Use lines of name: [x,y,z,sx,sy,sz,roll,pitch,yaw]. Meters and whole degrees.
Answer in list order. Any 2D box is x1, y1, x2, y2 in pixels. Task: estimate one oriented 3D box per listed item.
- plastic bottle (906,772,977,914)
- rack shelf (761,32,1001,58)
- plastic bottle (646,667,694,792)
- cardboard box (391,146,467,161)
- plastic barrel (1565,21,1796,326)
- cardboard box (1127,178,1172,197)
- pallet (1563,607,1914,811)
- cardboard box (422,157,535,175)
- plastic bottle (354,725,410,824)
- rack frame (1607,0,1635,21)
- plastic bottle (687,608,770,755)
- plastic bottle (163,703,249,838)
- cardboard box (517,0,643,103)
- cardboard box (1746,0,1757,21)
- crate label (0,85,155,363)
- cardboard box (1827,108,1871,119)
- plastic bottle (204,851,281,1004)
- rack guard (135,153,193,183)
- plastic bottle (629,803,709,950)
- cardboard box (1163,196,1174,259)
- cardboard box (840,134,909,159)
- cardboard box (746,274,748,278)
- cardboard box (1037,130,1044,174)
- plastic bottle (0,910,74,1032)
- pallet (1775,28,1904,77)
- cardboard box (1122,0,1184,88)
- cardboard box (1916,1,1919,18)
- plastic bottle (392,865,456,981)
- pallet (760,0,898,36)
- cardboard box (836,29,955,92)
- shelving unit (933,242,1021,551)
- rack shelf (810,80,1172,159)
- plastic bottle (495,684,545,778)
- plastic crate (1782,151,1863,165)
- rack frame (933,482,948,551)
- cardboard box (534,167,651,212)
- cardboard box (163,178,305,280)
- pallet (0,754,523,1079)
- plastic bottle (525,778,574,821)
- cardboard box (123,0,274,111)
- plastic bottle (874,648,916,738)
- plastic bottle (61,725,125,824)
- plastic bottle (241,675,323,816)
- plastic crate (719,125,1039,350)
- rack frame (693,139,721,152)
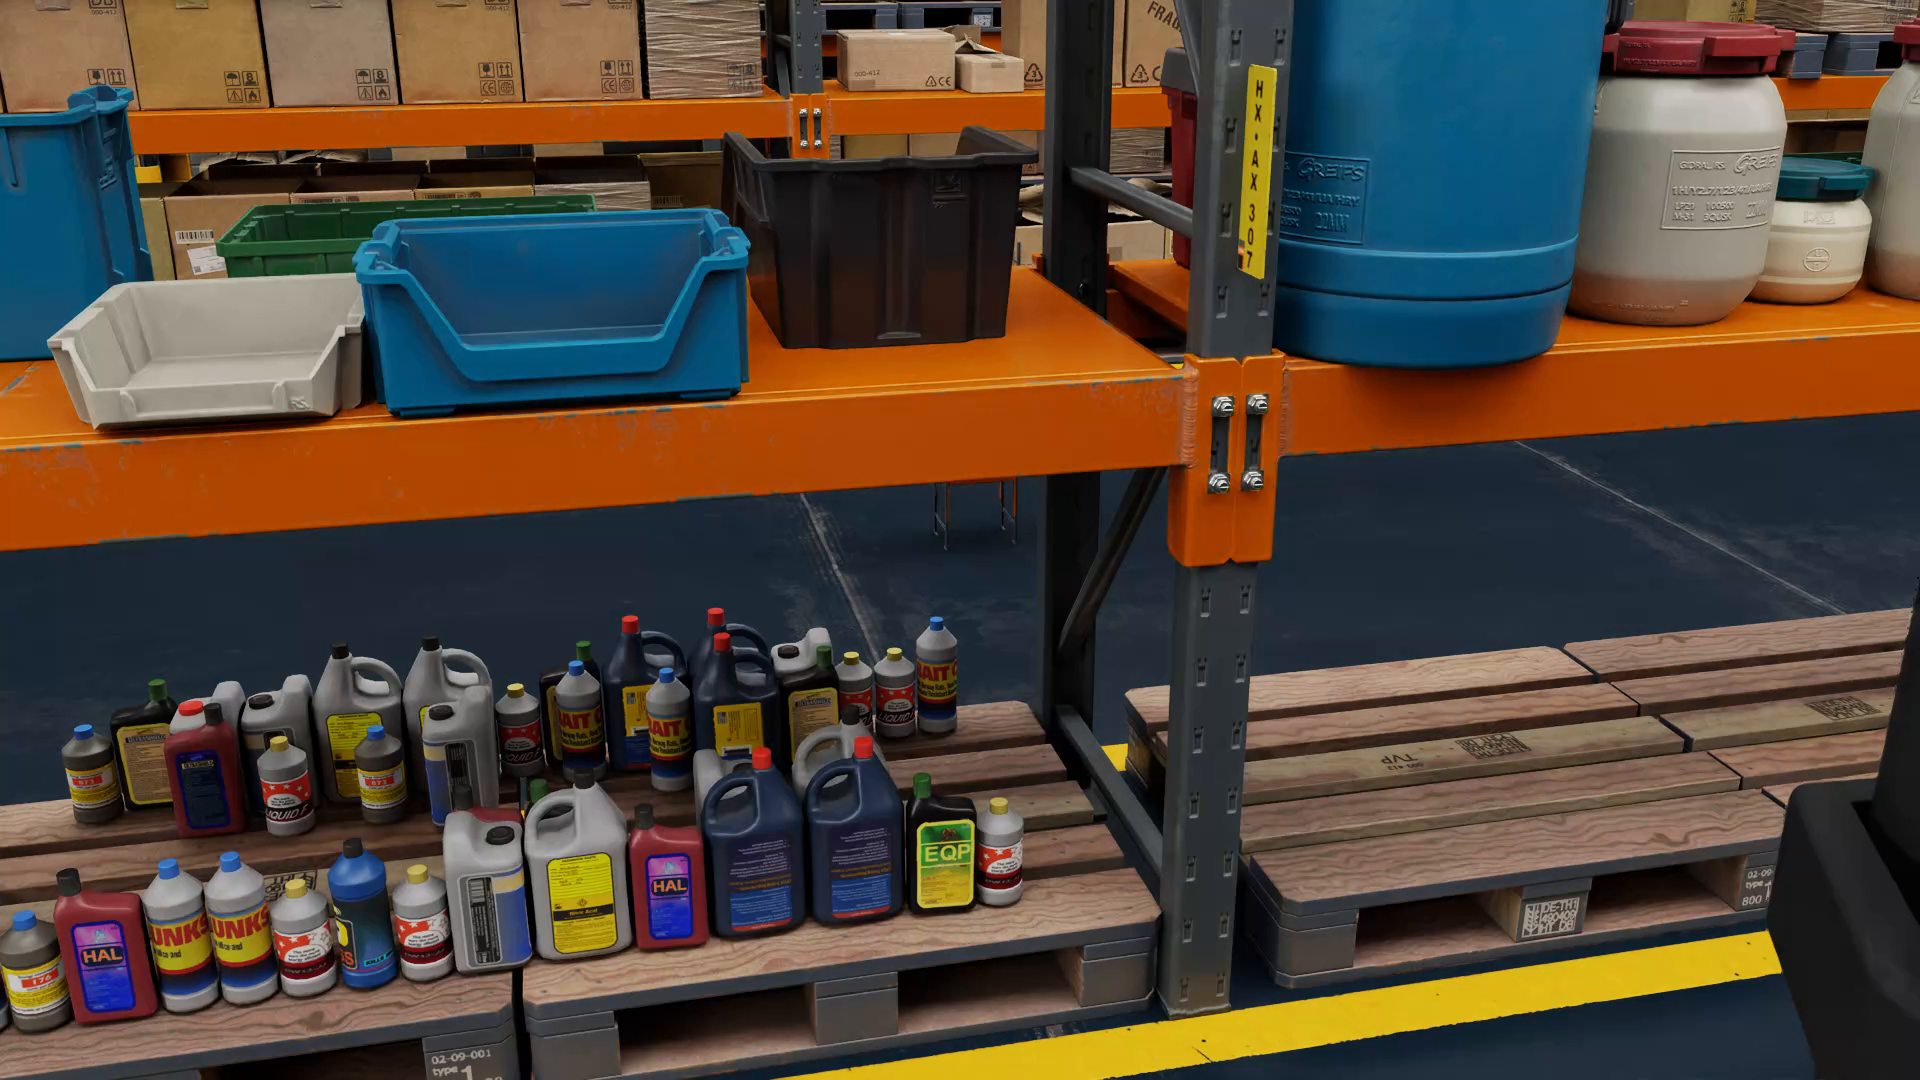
plastic bottle: [-0.036,0.577,3.189,0.133,0.283,0.061,-4,20,-10]
rack shelf: [0.023,-3.777,12.812,4.000,0.370,1.077,-5,21,-12]
plastic bottle: [-0.638,0.411,3.660,0.097,0.271,0.097,0,20,0]
cardboard box: [-3.842,-2.784,12.049,0.500,0.500,0.700,-6,21,-16]
plastic barrel: [1.338,-0.707,3.186,0.433,0.535,0.433,0,20,0]
cardboard box: [1.029,-1.717,8.713,0.500,0.311,0.500,-5,21,-13]
pallet: [2.301,0.496,4.155,1.213,0.211,1.003,-5,21,-12]
cardboard box: [-2.276,-1.546,7.971,0.500,0.500,0.500,-5,21,-12]
plastic bottle: [-1.232,0.492,3.540,0.097,0.201,0.097,0,20,0]
rack frame: [3.113,-2.616,8.594,0.127,3.000,1.000,-5,21,-12]
plastic bottle: [-0.524,0.321,3.788,0.185,0.351,0.144,-4,21,-11]
plastic bottle: [-1.573,0.477,3.460,0.133,0.283,0.061,-5,21,-12]
cardboard box: [-1.722,-2.265,7.491,0.500,0.500,0.700,-5,21,-13]
cardboard box: [6.394,-4.768,14.035,0.700,0.700,0.980,-4,21,-12]
crate label: [-1.807,-0.577,2.977,0.616,0.435,0.502,-5,21,-12]
cardboard box: [7.603,-3.717,14.624,0.500,0.500,0.700,-4,21,-11]
plastic bottle: [-1.269,0.676,2.935,0.097,0.271,0.097,0,20,0]
rack guard: [-5.742,-2.473,11.838,0.348,0.500,1.175,-5,21,-12]
plastic bottle: [-0.540,0.618,3.077,0.133,0.283,0.061,-3,20,-9]
cardboard box: [1.176,-1.540,8.229,0.500,0.311,0.500,-4,21,-11]
cardboard box: [-0.719,-3.111,12.942,0.500,0.500,0.700,-5,21,-14]
cardboard box: [-1.181,-1.095,7.831,0.500,0.250,0.500,-5,21,-12]
cardboard box: [0.753,-3.230,13.266,0.500,0.500,0.700,-5,21,-13]
plastic bottle: [-1.599,0.736,2.874,0.097,0.201,0.097,0,20,0]
pallet: [5.005,-2.681,9.052,1.213,0.211,1.003,-5,21,-12]
cardboard box: [0.972,-2.483,8.086,0.500,0.500,0.500,-5,21,-12]
cardboard box: [5.301,-3.016,8.931,0.500,0.500,0.700,-10,23,-26]
plastic bottle: [-0.973,0.685,3.013,0.097,0.201,0.097,0,20,0]
pallet: [-1.146,-3.879,12.321,1.213,0.211,1.003,-5,21,-12]
cardboard box: [-0.311,-2.282,7.902,0.500,0.250,0.500,-3,20,-9]
shelving unit: [0.052,-0.497,5.646,0.252,1.050,0.215,-5,21,-12]
rack shelf: [1.167,-2.120,8.286,4.000,0.370,1.077,-5,21,-12]
plastic bottle: [-0.989,0.421,3.733,0.097,0.201,0.097,0,20,0]
plastic crate: [1.986,-0.774,3.874,0.662,0.188,0.450,-5,21,-12]
rack frame: [-0.067,-0.488,5.619,0.008,1.050,0.200,-5,21,-12]
cardboard box: [-1.670,-1.412,7.604,0.500,0.500,0.500,-5,21,-12]
cardboard box: [-3.129,-1.293,7.280,0.500,0.500,0.500,-5,21,-12]
pallet: [-1.496,0.806,3.309,1.213,0.211,1.003,-5,21,-12]
plastic bottle: [-0.754,0.584,3.169,0.133,0.283,0.061,-5,21,-12]
cardboard box: [-3.221,-2.143,7.158,0.500,0.500,0.700,-5,21,-12]
plastic bottle: [-0.153,0.353,3.918,0.097,0.201,0.097,0,20,0]
plastic bottle: [-1.850,0.491,3.542,0.097,0.201,0.097,0,20,0]
plastic bottle: [-1.463,0.434,3.588,0.135,0.276,0.152,-5,21,-14]
plastic crate: [-0.182,-0.613,3.217,0.504,0.338,0.767,-5,21,-12]
rack frame: [-1.923,-3.957,12.256,0.127,3.000,1.000,-5,21,-12]
